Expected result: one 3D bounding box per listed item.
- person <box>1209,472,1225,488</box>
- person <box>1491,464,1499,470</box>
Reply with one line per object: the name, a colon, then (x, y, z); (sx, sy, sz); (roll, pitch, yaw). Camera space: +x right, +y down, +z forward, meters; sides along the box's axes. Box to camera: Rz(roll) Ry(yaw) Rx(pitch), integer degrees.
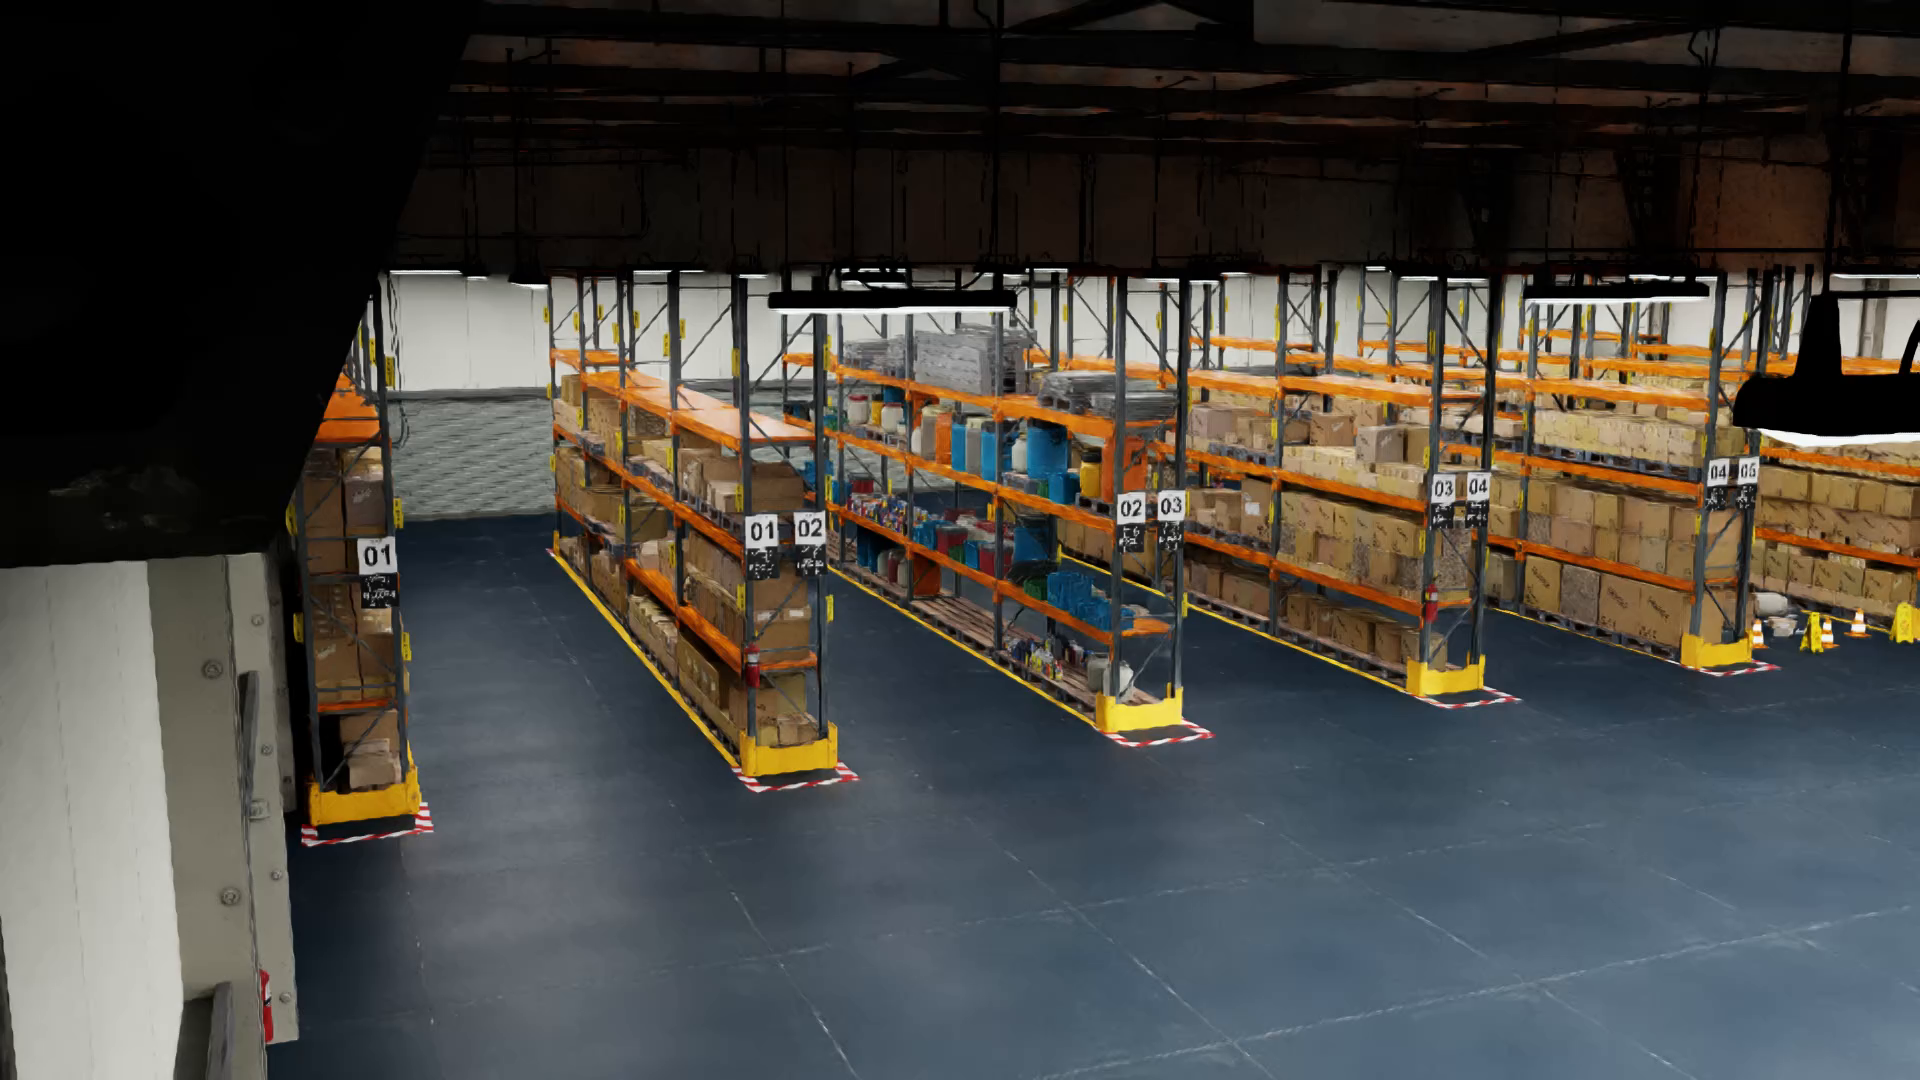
person: (5.575, -0.744, 36.507); (0.566, 1.541, 0.519); (-4, 11, -24)
person: (11.381, -0.740, 35.650); (0.594, 1.782, 0.678); (0, 10, 0)
